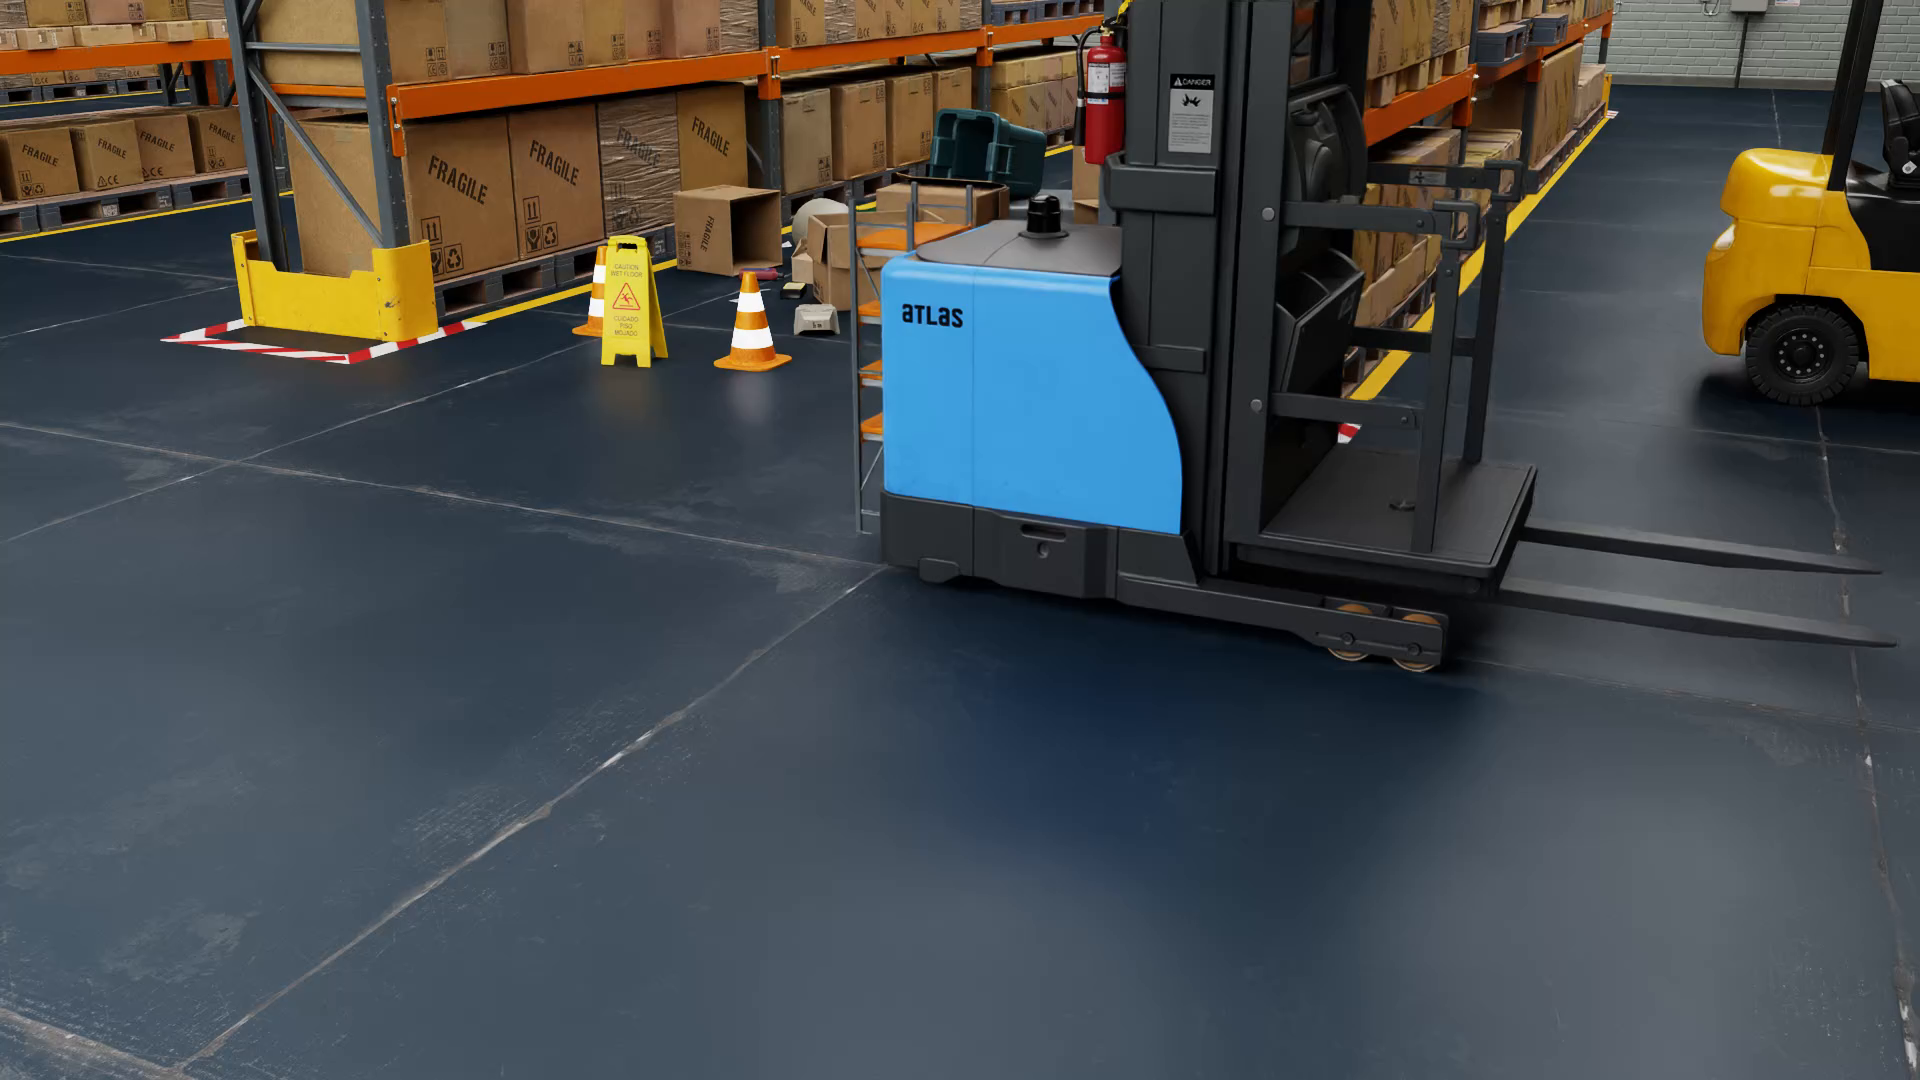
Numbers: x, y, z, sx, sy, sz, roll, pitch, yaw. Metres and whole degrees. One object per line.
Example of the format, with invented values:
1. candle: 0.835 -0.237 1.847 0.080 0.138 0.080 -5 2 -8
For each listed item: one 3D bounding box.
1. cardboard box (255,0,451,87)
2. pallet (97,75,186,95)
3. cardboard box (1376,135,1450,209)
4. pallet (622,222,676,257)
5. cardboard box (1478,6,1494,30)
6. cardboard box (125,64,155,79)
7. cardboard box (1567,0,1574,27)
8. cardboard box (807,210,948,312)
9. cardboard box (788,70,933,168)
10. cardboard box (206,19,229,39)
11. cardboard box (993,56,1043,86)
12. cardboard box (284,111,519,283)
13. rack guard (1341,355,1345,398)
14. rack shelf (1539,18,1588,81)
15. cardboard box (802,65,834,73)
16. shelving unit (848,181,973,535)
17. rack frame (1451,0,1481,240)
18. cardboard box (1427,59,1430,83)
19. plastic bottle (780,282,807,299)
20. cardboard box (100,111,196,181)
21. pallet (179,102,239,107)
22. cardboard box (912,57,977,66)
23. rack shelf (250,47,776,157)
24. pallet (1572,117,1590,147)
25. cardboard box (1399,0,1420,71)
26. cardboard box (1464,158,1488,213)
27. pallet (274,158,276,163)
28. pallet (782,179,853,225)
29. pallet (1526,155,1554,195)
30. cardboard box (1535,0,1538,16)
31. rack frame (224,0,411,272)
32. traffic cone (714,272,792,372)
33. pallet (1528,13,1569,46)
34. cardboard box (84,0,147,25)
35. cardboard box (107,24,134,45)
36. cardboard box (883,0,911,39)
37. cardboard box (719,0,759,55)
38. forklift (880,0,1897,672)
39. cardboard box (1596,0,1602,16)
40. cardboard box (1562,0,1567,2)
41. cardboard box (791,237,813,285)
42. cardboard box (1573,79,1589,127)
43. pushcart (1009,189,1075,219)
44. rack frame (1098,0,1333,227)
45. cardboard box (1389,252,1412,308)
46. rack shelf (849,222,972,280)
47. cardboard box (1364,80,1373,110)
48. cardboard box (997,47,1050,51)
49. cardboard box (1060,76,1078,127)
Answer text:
1. cardboard box: -3.354 -2.804 9.154 0.875 0.550 0.550 9 21 23
2. pallet: -12.370 -6.787 24.737 1.003 0.211 1.213 9 21 23
3. cardboard box: 2.526 -2.071 9.673 0.500 0.500 0.500 9 21 24
4. pallet: -2.210 -2.301 12.125 1.003 0.211 1.213 9 21 23
5. cardboard box: 3.245 -3.394 10.783 0.380 0.149 0.250 9 21 23
6. cardboard box: -12.222 -7.044 24.372 0.500 0.500 0.500 9 21 23
7. cardboard box: 5.619 -5.085 16.013 0.500 0.250 0.500 8 21 21
8. cardboard box: -0.498 -1.674 9.925 0.797 0.503 0.637 -5 20 -15
9. cardboard box: -0.875 -3.756 14.784 1.050 0.750 0.750 9 21 24
10. cardboard box: -6.242 -4.249 13.814 0.380 0.149 0.250 9 21 23
11. cardboard box: 0.522 -4.766 16.877 0.500 0.250 0.500 8 21 22
12. cardboard box: -2.855 -3.268 10.056 0.987 2.999 2.515 9 21 24
13. rack guard: 1.123 -0.811 7.504 1.175 0.500 0.348 9 21 23
14. rack shelf: 5.187 -4.684 15.736 1.077 0.370 4.000 9 21 23
15. cardboard box: -2.323 -6.657 22.754 0.875 0.875 0.875 9 21 23
16. shelving unit: -0.166 -0.651 6.009 0.258 1.200 0.503 9 21 23
17. rack frame: 2.730 -3.189 10.458 1.000 3.000 0.127 9 21 23
18. cardboard box: 2.332 -2.545 9.023 0.380 0.149 0.250 8 21 22
19. plastic bottle: -1.016 -1.535 10.193 0.133 0.061 0.283 1 20 4
20. cardboard box: -6.739 -3.276 13.806 0.500 0.500 0.500 17 26 40
21. pallet: -8.907 -5.384 20.792 1.003 0.211 1.213 9 21 23
22. cardboard box: -0.148 -4.678 16.631 0.500 0.250 0.500 8 21 21
23. rack shelf: -2.646 -2.887 10.682 1.077 0.370 4.000 9 21 23
24. pallet: 6.389 -4.542 18.425 1.003 0.211 1.213 9 21 23
25. cardboard box: 1.956 -2.574 8.138 0.500 0.500 0.500 8 21 22
26. cardboard box: 3.234 -2.529 11.899 0.950 0.372 0.625 10 22 26
27. pallet: -5.993 -3.473 15.419 1.003 0.211 1.213 9 21 23
28. pallet: -1.580 -2.769 13.441 1.003 0.211 1.213 9 21 23
29. pallet: 4.760 -3.328 15.012 1.003 0.211 1.213 9 21 23
30. cardboard box: 4.232 -4.107 12.790 0.380 0.149 0.250 7 21 20
31. rack frame: -3.465 -2.614 8.843 1.000 3.000 0.127 9 21 23
32. traffic cone: -1.060 -1.127 8.448 0.336 0.463 0.334 9 21 23
33. pallet: 4.174 -4.088 13.275 1.213 0.211 1.003 9 21 23
34. cardboard box: -6.901 -4.292 12.967 0.875 0.500 0.500 9 21 23
35. cardboard box: -7.275 -3.716 12.315 0.882 0.149 2.000 9 21 23
36. cardboard box: -0.745 -4.470 13.912 0.500 0.500 0.500 9 21 24
37. cardboard box: -1.967 -3.793 11.934 0.875 0.550 0.550 9 21 23
38. forklift: 1.295 -1.196 4.958 3.031 2.935 1.130 9 21 23
39. cardboard box: 6.857 -6.093 18.476 0.500 0.500 0.500 9 21 23
40. cardboard box: 5.229 -5.006 15.045 0.500 0.250 0.500 8 21 22
41. cardboard box: -0.851 -1.771 10.551 0.396 0.266 0.258 13 23 32
42. cardboard box: 6.361 -4.802 18.192 0.875 0.438 0.875 8 21 22
43. pushcart: 0.630 -2.251 11.734 1.648 0.377 0.936 1 20 4
44. rack frame: 1.092 -1.966 7.020 1.000 3.000 0.127 9 21 23
45. cardboard box: 2.103 -1.400 8.907 0.500 0.250 0.500 10 22 26
46. rack shelf: -0.166 -1.022 5.878 0.258 0.148 0.480 9 21 23
47. cardboard box: 1.693 -2.072 7.693 0.380 0.149 0.250 8 21 21
48. cardboard box: 0.689 -5.303 18.388 0.500 0.250 0.500 9 22 24
49. cardboard box: 0.951 -4.729 17.893 0.500 0.500 0.500 8 21 22
